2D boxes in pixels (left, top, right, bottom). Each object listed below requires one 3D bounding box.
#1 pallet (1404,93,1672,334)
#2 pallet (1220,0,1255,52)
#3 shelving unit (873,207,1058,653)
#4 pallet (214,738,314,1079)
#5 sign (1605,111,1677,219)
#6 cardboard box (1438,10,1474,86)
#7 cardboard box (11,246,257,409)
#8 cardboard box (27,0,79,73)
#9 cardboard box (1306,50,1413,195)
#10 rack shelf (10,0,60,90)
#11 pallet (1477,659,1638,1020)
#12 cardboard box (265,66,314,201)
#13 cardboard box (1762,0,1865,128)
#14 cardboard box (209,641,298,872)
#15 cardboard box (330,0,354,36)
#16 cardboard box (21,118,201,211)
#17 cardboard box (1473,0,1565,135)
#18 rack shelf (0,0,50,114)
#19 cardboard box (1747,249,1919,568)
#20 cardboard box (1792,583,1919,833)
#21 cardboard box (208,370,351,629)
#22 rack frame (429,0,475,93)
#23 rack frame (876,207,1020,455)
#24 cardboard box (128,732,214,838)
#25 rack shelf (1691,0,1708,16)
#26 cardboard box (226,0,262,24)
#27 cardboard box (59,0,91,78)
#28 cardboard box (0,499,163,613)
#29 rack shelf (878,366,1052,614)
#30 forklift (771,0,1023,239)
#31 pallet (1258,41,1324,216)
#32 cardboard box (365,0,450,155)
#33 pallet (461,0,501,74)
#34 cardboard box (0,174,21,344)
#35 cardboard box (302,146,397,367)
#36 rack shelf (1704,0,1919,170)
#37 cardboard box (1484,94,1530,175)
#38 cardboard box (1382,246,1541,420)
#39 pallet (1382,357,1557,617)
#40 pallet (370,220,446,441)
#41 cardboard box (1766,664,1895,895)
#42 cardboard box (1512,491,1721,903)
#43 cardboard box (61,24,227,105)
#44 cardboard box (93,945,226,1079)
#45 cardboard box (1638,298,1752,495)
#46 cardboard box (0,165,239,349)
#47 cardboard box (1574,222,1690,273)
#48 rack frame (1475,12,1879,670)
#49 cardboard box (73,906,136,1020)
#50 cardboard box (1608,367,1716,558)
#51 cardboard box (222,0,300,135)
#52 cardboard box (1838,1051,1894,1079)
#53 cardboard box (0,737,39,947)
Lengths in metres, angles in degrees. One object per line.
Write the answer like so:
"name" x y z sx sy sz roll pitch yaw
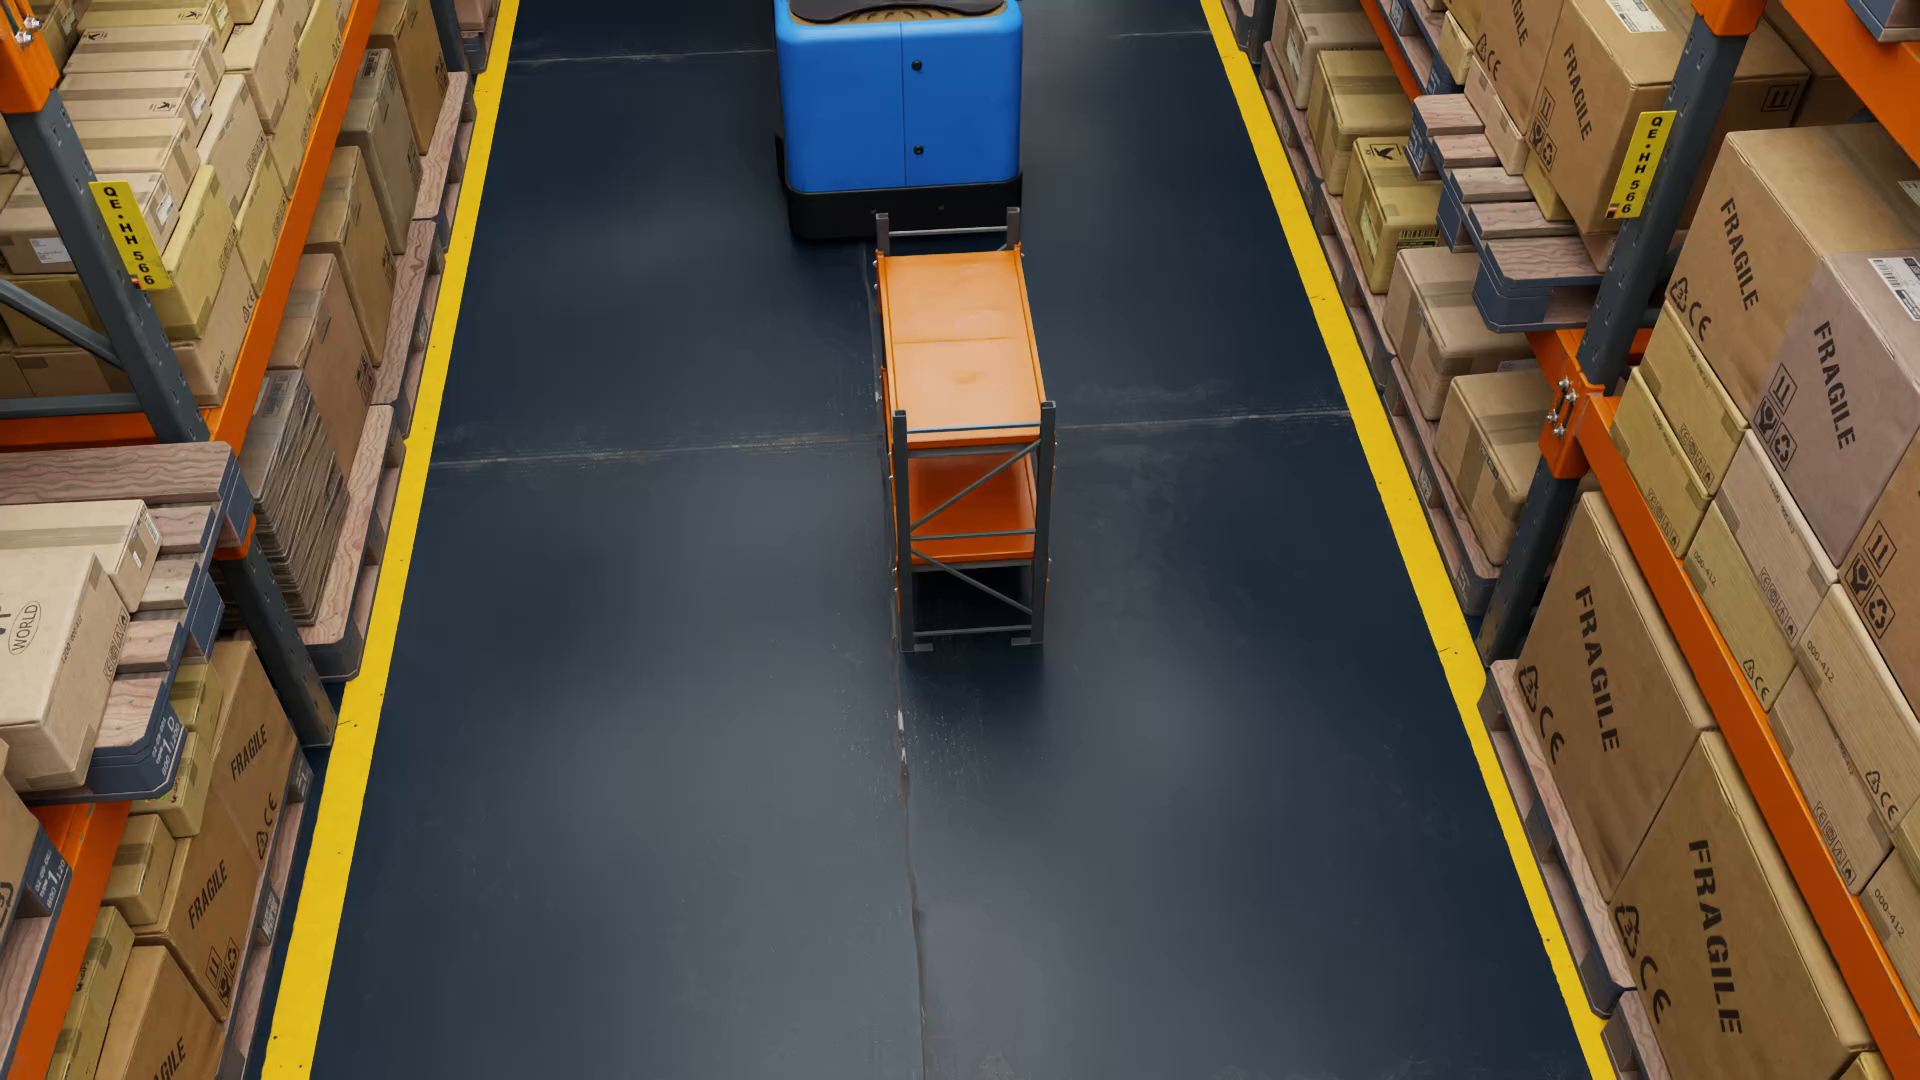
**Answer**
"pallet" 2.165 -1.095 5.354 1.213 0.211 1.003 -3 47 -3
"pallet" 1.905 -3.071 9.013 1.003 0.211 1.213 -3 47 -3
"shelving unit" 0.001 -0.382 5.837 0.538 1.125 1.048 -3 47 -3
"pallet" -2.590 1.153 5.012 1.003 0.211 1.213 -3 47 -3
"sign" 1.791 -0.983 4.372 0.100 0.325 0.005 -3 47 -3
"cardboard box" 1.859 -1.683 5.662 0.380 0.149 0.250 -3 47 -3
"cardboard box" -2.408 -0.632 4.886 0.500 0.250 0.500 -3 47 -3
"cardboard box" -2.972 -1.569 5.154 0.380 0.149 0.250 -4 47 -4
"cardboard box" 2.106 -1.888 7.493 0.950 0.372 0.625 -1 47 -1
"rack shelf" -2.782 -2.579 5.056 1.077 0.370 4.000 -3 47 -3
"pallet" 2.322 0.882 5.270 1.003 0.211 1.213 -3 47 -3
"cardboard box" -2.496 -1.369 5.584 0.500 0.250 0.500 -5 47 -5
"cardboard box" 2.524 -1.273 4.827 0.500 0.500 0.500 -5 47 -4
"cardboard box" -2.365 0.660 4.991 0.500 0.500 0.500 -2 47 -2
"cardboard box" -2.588 -2.117 6.292 0.500 0.250 0.500 -3 47 -3
"cardboard box" -2.372 -1.047 4.660 0.380 0.149 0.250 -3 47 -2
"cardboard box" 1.962 -1.619 5.154 0.500 0.500 0.500 -4 47 -4
"rack shelf" -2.447 0.315 2.315 1.077 0.370 4.000 -3 47 -3
"cardboard box" 2.180 -0.301 3.711 0.500 0.500 0.500 -3 47 -3
"cardboard box" 2.199 0.344 3.617 0.500 0.250 0.500 -4 47 -3
"cardboard box" -2.653 -0.128 5.651 0.875 0.625 0.625 -2 47 -2
"rack frame" -2.950 -3.242 7.254 1.000 3.000 0.127 -3 47 -3
"rack frame" -0.042 -0.750 6.185 0.500 1.125 0.032 -3 47 -3
"cardboard box" -2.267 0.682 4.524 0.380 0.149 0.250 -6 47 -5
"rack shelf" 2.164 -2.883 5.344 1.077 0.370 4.000 -3 47 -3
"cardboard box" -2.466 -1.787 5.361 0.380 0.149 0.250 -3 47 -2
"cardboard box" -3.013 -1.509 5.372 0.500 0.250 0.500 -4 47 -4
"cardboard box" -2.177 0.046 4.024 0.380 0.149 0.250 -3 47 -3
"rack shelf" 0.001 -0.214 6.014 0.538 0.278 1.000 -3 47 -3
"forklift" -0.387 -3.425 7.475 1.130 2.935 3.031 -4 47 -4
"pallet" 2.063 -2.024 8.022 1.003 0.211 1.213 -3 47 -3
"cardboard box" -2.895 -2.193 7.607 0.875 0.625 0.625 -2 47 -2
"pallet" -2.974 -2.861 8.814 1.003 0.211 1.213 -3 47 -3
"cardboard box" -2.929 -0.776 4.678 0.500 0.250 0.500 -3 47 -2
"cardboard box" -2.773 -1.087 6.560 0.875 0.625 0.625 -5 47 -5
"rack shelf" 2.499 0.011 2.603 1.077 0.370 4.000 -3 47 -3
"cardboard box" 1.909 -1.302 5.301 0.380 0.149 0.250 -4 47 -4
"cardboard box" 2.224 -0.836 6.496 0.950 0.372 0.625 -4 47 -4
"pallet" 2.267 -0.259 6.350 1.003 0.211 1.213 -3 47 -3
"pallet" -2.744 -0.868 6.926 1.003 0.211 1.213 -3 47 -3
"cardboard box" 2.220 0.519 3.796 0.500 0.250 0.500 -2 47 -2
"cardboard box" 2.306 0.439 4.943 0.875 0.875 0.875 -4 47 -4
"cardboard box" -2.453 -1.420 5.013 0.380 0.149 0.250 -3 47 -3
"cardboard box" -2.287 1.401 4.289 0.500 0.500 0.500 -2 47 -2
"cardboard box" 2.127 -0.391 4.313 0.500 0.250 0.500 -4 47 -4
"cardboard box" -2.384 -0.806 4.706 0.500 0.250 0.500 -4 47 -3
"cardboard box" 2.069 -0.933 4.952 0.380 0.149 0.250 -2 47 -2
"rack frame" 2.331 -0.652 4.802 1.000 3.000 0.127 -3 47 -3
"cardboard box" -2.312 1.069 4.158 0.380 0.149 0.250 -2 47 -2
"cardboard box" 2.121 -0.231 4.506 0.500 0.250 0.500 -4 47 -4
"cardboard box" -2.475 -1.546 5.407 0.500 0.250 0.500 -5 47 -4
"cardboard box" 2.451 1.731 3.719 0.875 0.875 0.875 -2 47 -2
"cardboard box" -2.294 0.642 3.216 0.797 0.503 0.637 -4 47 -4
